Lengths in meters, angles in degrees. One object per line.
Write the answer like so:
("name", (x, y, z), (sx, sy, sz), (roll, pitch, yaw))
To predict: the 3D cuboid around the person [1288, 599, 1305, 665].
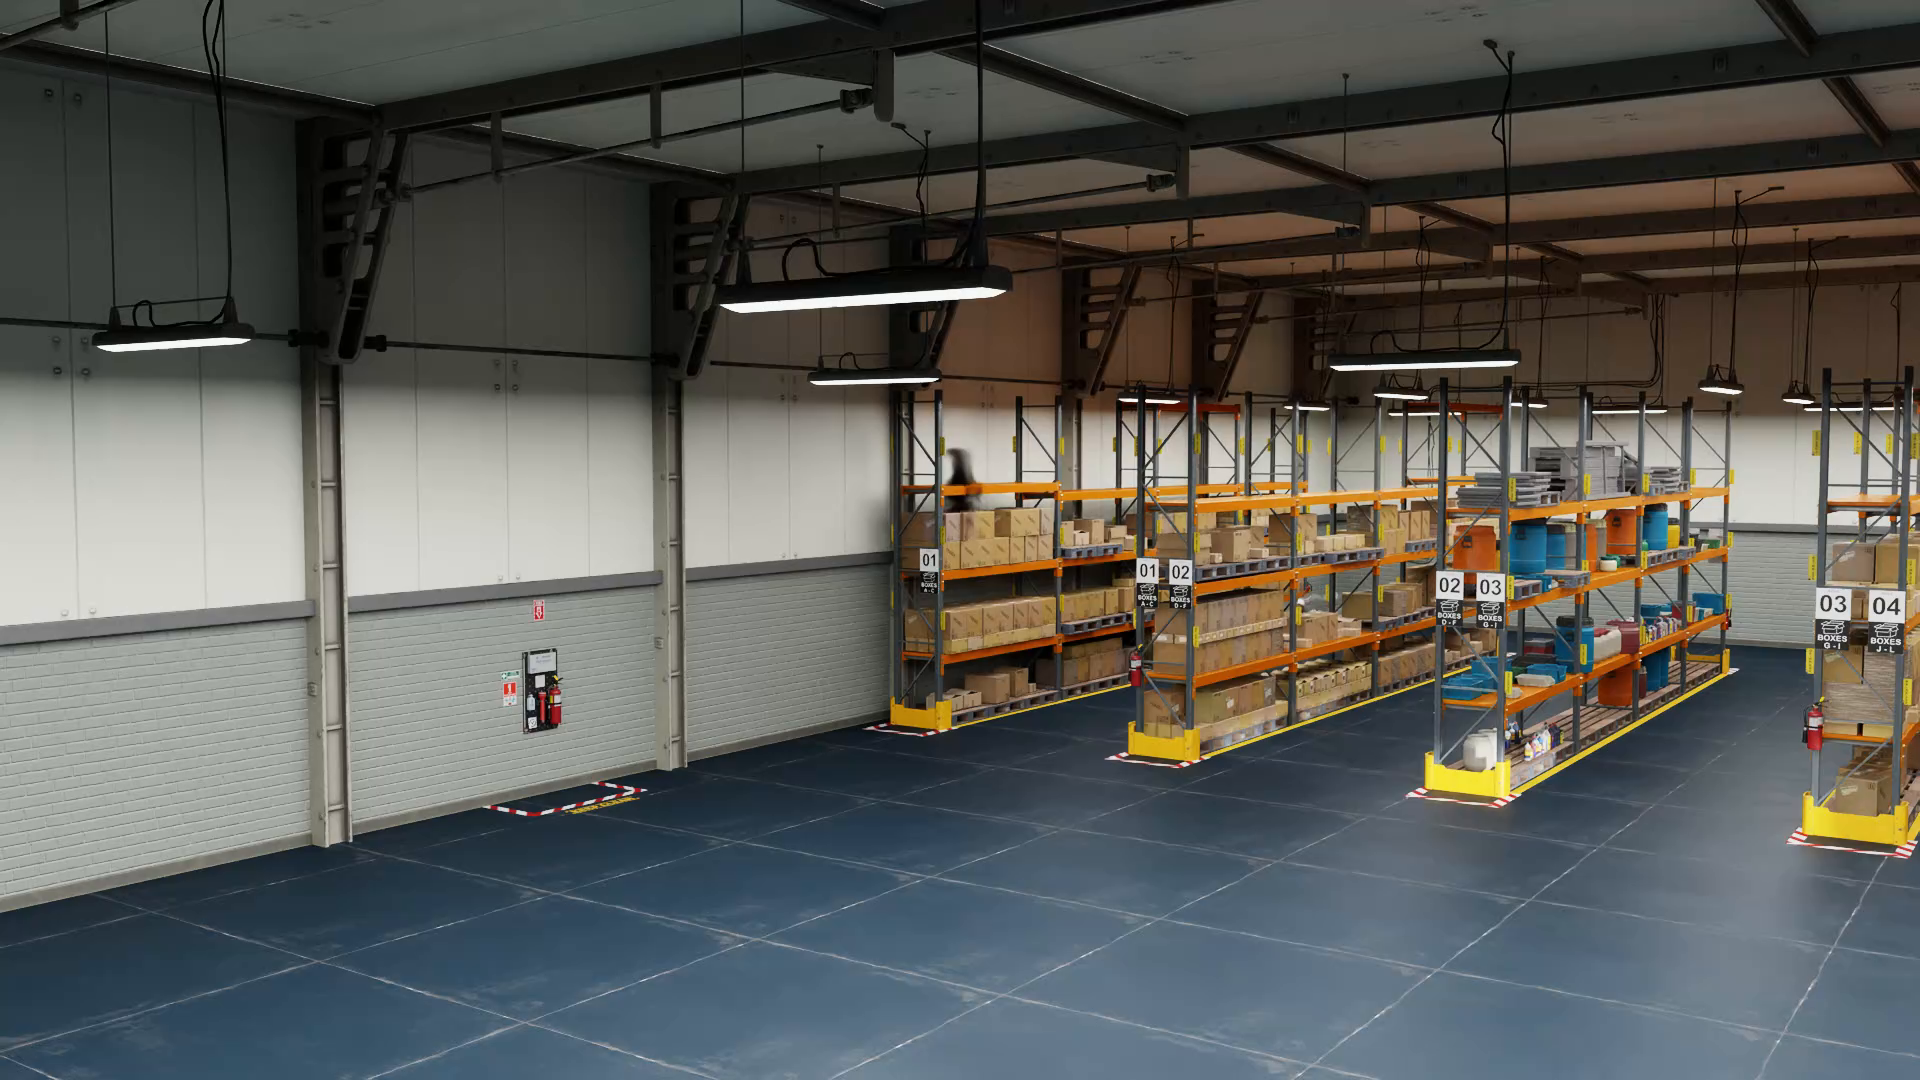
("person", (7.179, 2.120, 35.456), (0.638, 1.732, 0.649), (2, 4, 30))
